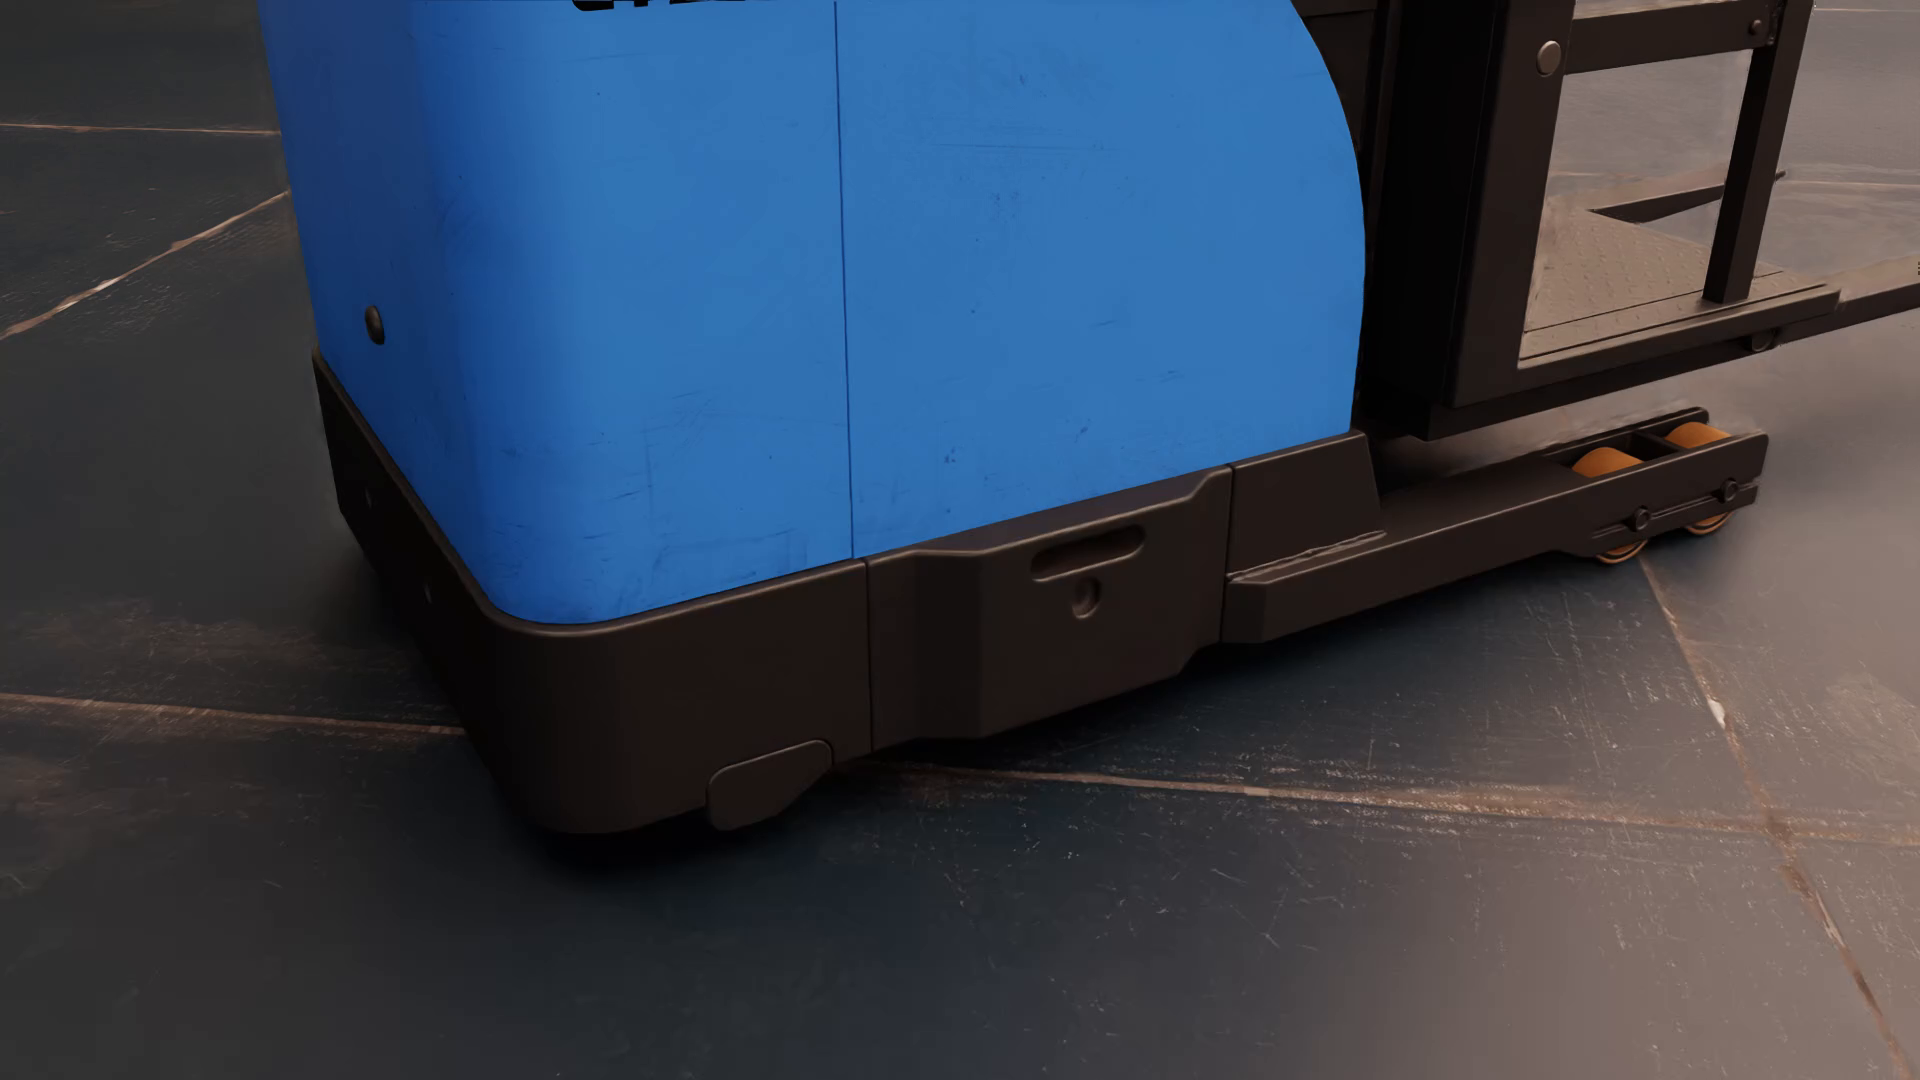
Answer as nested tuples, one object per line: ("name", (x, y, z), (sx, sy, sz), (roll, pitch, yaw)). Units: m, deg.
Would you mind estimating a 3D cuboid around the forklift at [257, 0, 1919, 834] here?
("forklift", (0.620, -1.465, 2.154), (3.031, 2.935, 1.130), (-15, 30, -27))
